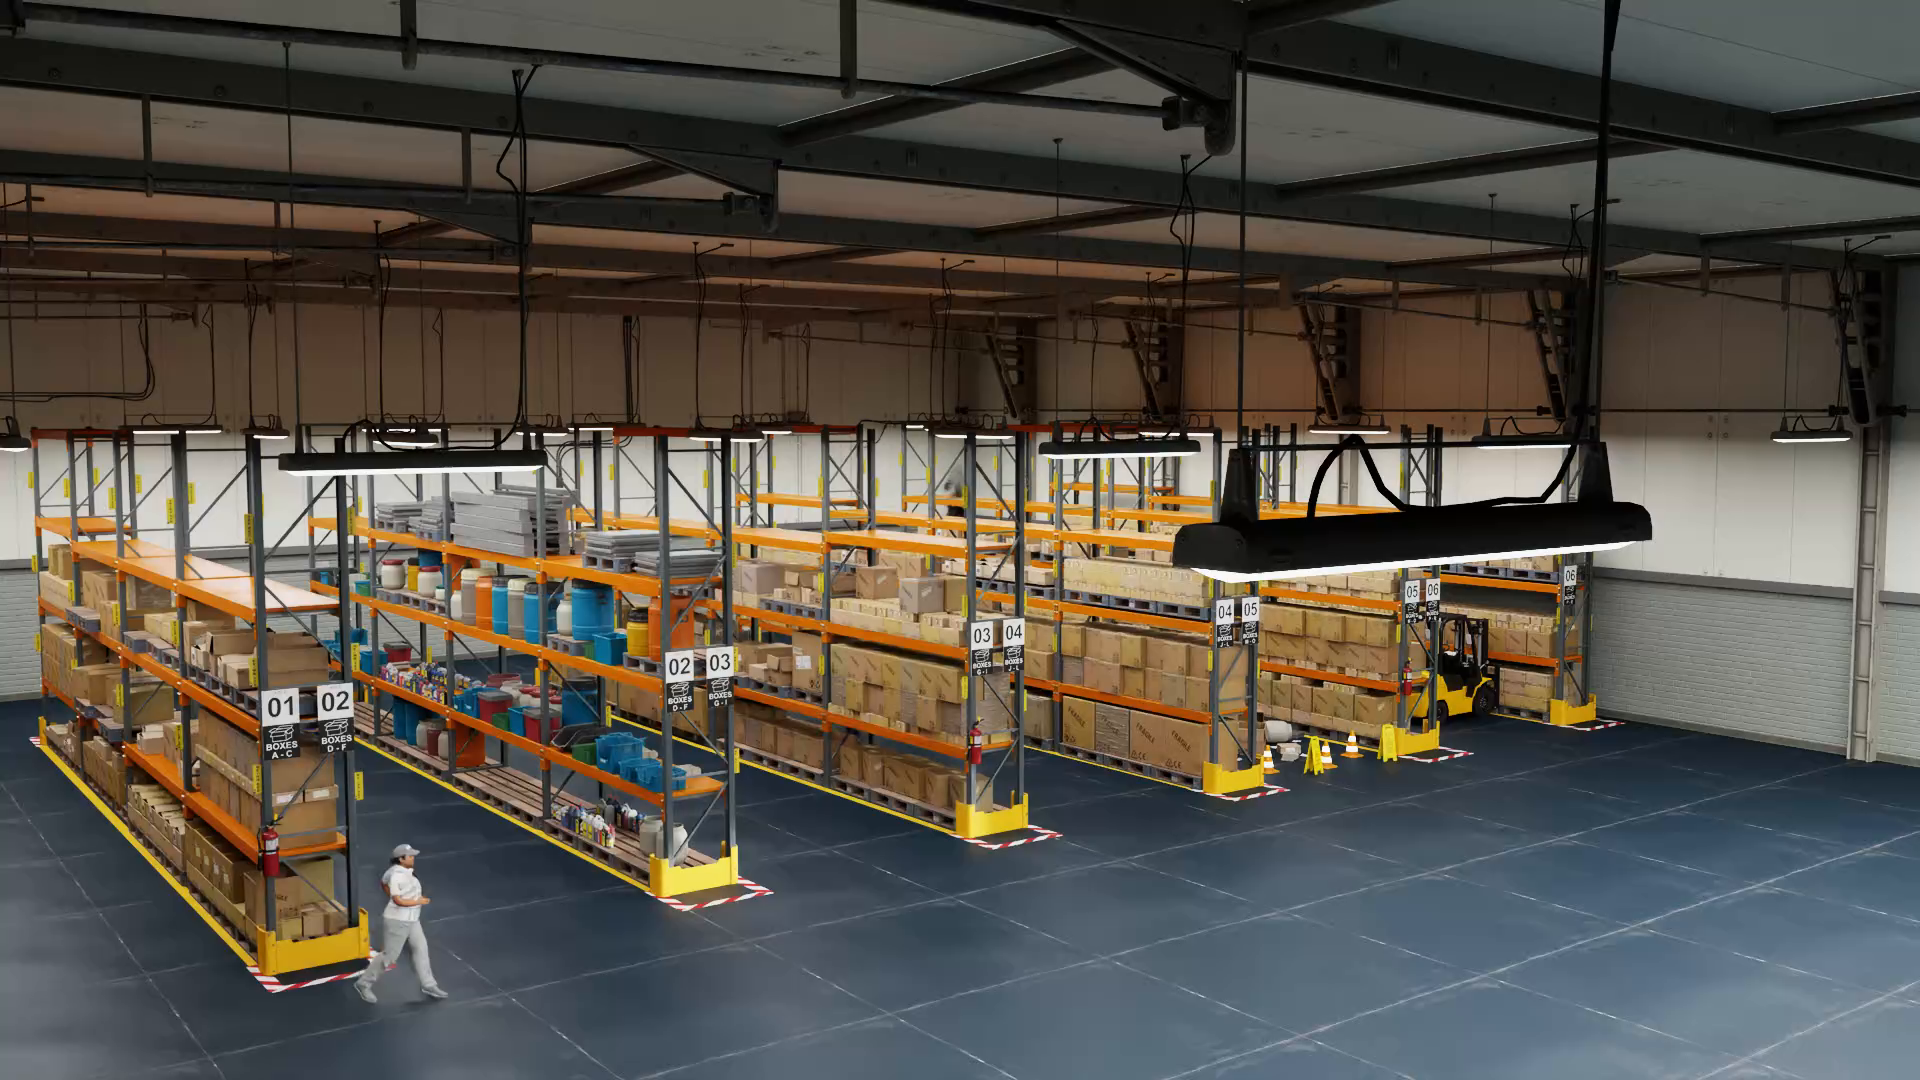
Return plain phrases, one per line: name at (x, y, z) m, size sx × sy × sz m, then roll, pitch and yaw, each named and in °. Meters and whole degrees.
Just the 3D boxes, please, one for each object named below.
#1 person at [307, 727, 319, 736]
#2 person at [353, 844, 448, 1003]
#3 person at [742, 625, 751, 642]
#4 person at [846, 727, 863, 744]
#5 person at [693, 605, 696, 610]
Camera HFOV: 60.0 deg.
person at (-10.493, 3.364, 27.052) m, size 0.871 × 1.685 × 0.595 m, roll 4°, pitch 6°, yaw 44°
person at (-5.989, 4.092, 17.818) m, size 0.965 × 1.667 × 0.636 m, roll -1°, pitch 5°, yaw -9°
person at (-5.308, 2.234, 41.860) m, size 0.724 × 1.753 × 0.728 m, roll 0°, pitch 4°, yaw -5°
person at (-1.969, 3.015, 31.474) m, size 0.586 × 1.680 × 0.782 m, roll -4°, pitch 6°, yaw -38°
person at (-6.539, 2.348, 40.065) m, size 0.755 × 1.704 × 0.554 m, roll 1°, pitch 5°, yaw 14°
